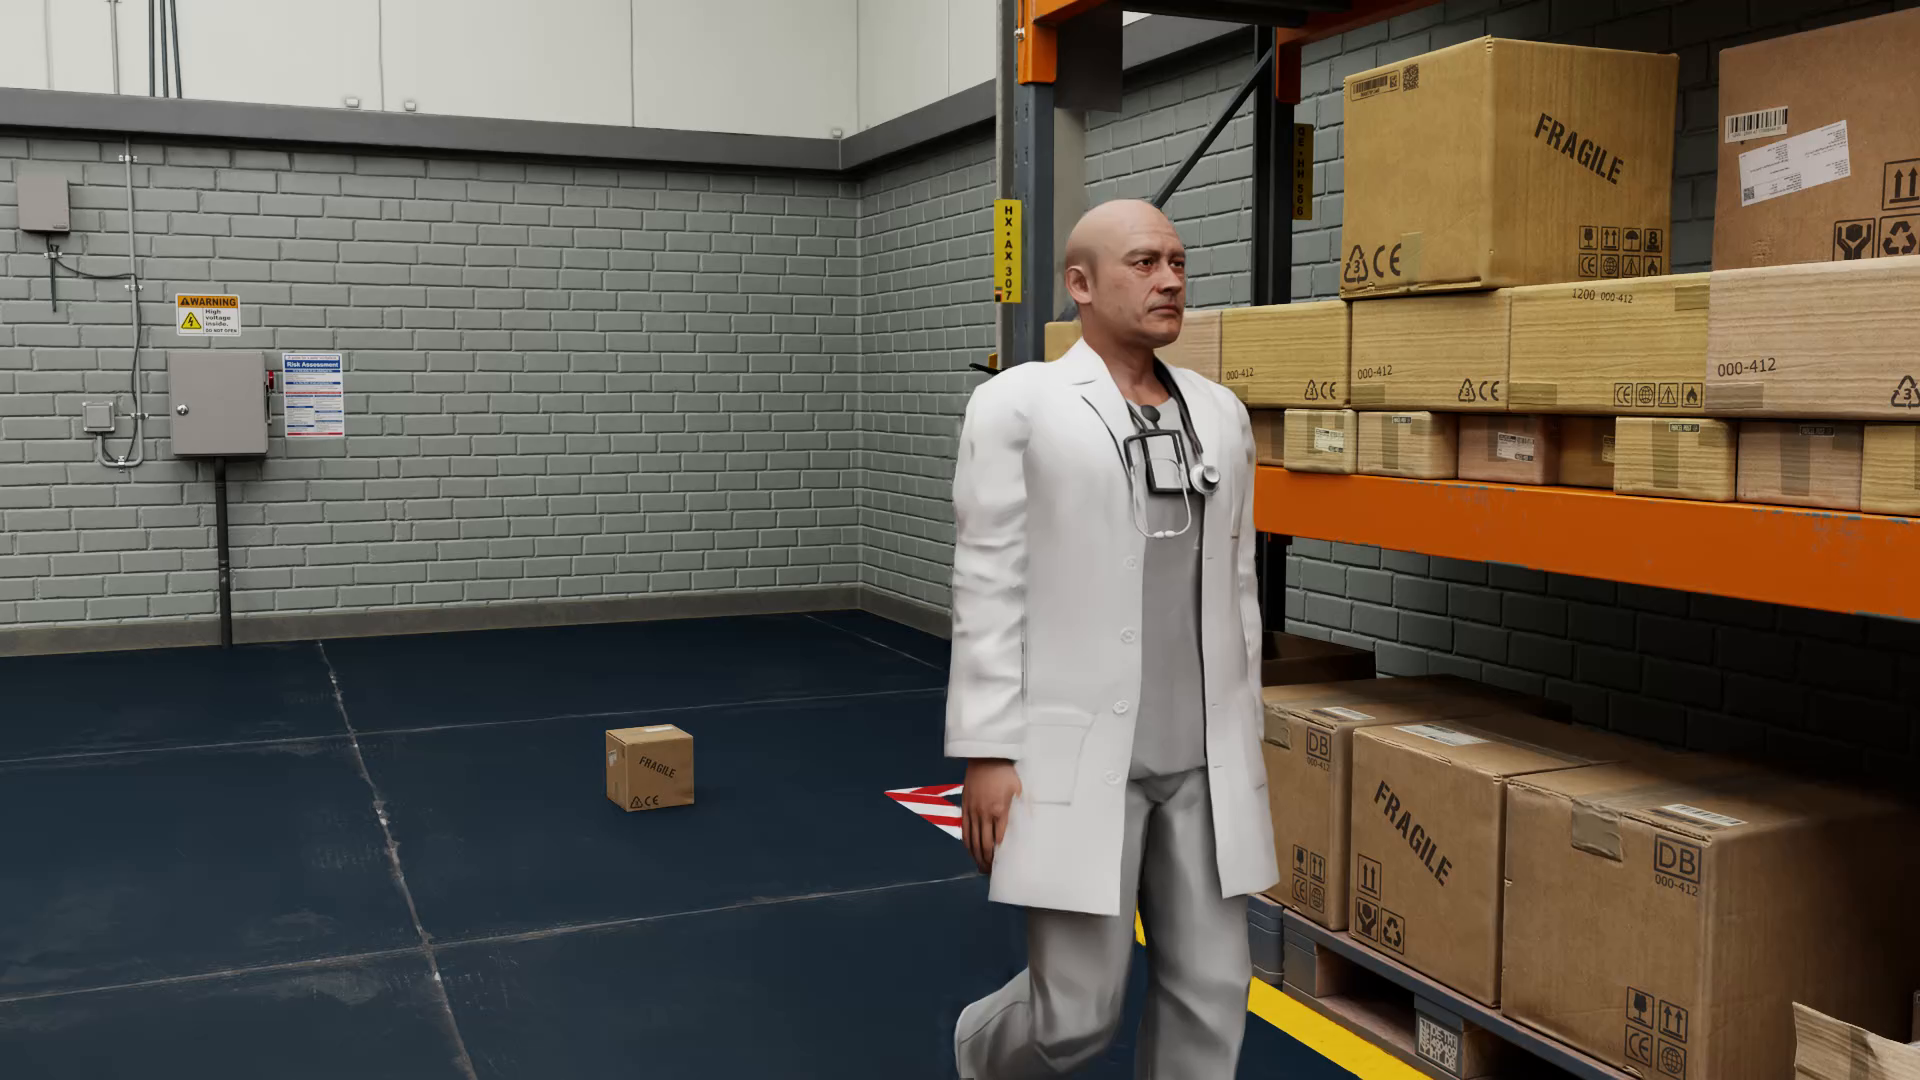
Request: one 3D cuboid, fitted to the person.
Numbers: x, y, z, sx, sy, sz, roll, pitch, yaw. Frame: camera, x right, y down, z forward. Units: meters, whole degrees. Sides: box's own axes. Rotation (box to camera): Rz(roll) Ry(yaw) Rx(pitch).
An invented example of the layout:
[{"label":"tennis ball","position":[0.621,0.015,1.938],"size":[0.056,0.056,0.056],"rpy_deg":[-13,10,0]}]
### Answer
[{"label":"person","position":[0.244,0.340,2.699],"size":[0.594,1.765,0.696],"rpy_deg":[-2,6,-24]}]
